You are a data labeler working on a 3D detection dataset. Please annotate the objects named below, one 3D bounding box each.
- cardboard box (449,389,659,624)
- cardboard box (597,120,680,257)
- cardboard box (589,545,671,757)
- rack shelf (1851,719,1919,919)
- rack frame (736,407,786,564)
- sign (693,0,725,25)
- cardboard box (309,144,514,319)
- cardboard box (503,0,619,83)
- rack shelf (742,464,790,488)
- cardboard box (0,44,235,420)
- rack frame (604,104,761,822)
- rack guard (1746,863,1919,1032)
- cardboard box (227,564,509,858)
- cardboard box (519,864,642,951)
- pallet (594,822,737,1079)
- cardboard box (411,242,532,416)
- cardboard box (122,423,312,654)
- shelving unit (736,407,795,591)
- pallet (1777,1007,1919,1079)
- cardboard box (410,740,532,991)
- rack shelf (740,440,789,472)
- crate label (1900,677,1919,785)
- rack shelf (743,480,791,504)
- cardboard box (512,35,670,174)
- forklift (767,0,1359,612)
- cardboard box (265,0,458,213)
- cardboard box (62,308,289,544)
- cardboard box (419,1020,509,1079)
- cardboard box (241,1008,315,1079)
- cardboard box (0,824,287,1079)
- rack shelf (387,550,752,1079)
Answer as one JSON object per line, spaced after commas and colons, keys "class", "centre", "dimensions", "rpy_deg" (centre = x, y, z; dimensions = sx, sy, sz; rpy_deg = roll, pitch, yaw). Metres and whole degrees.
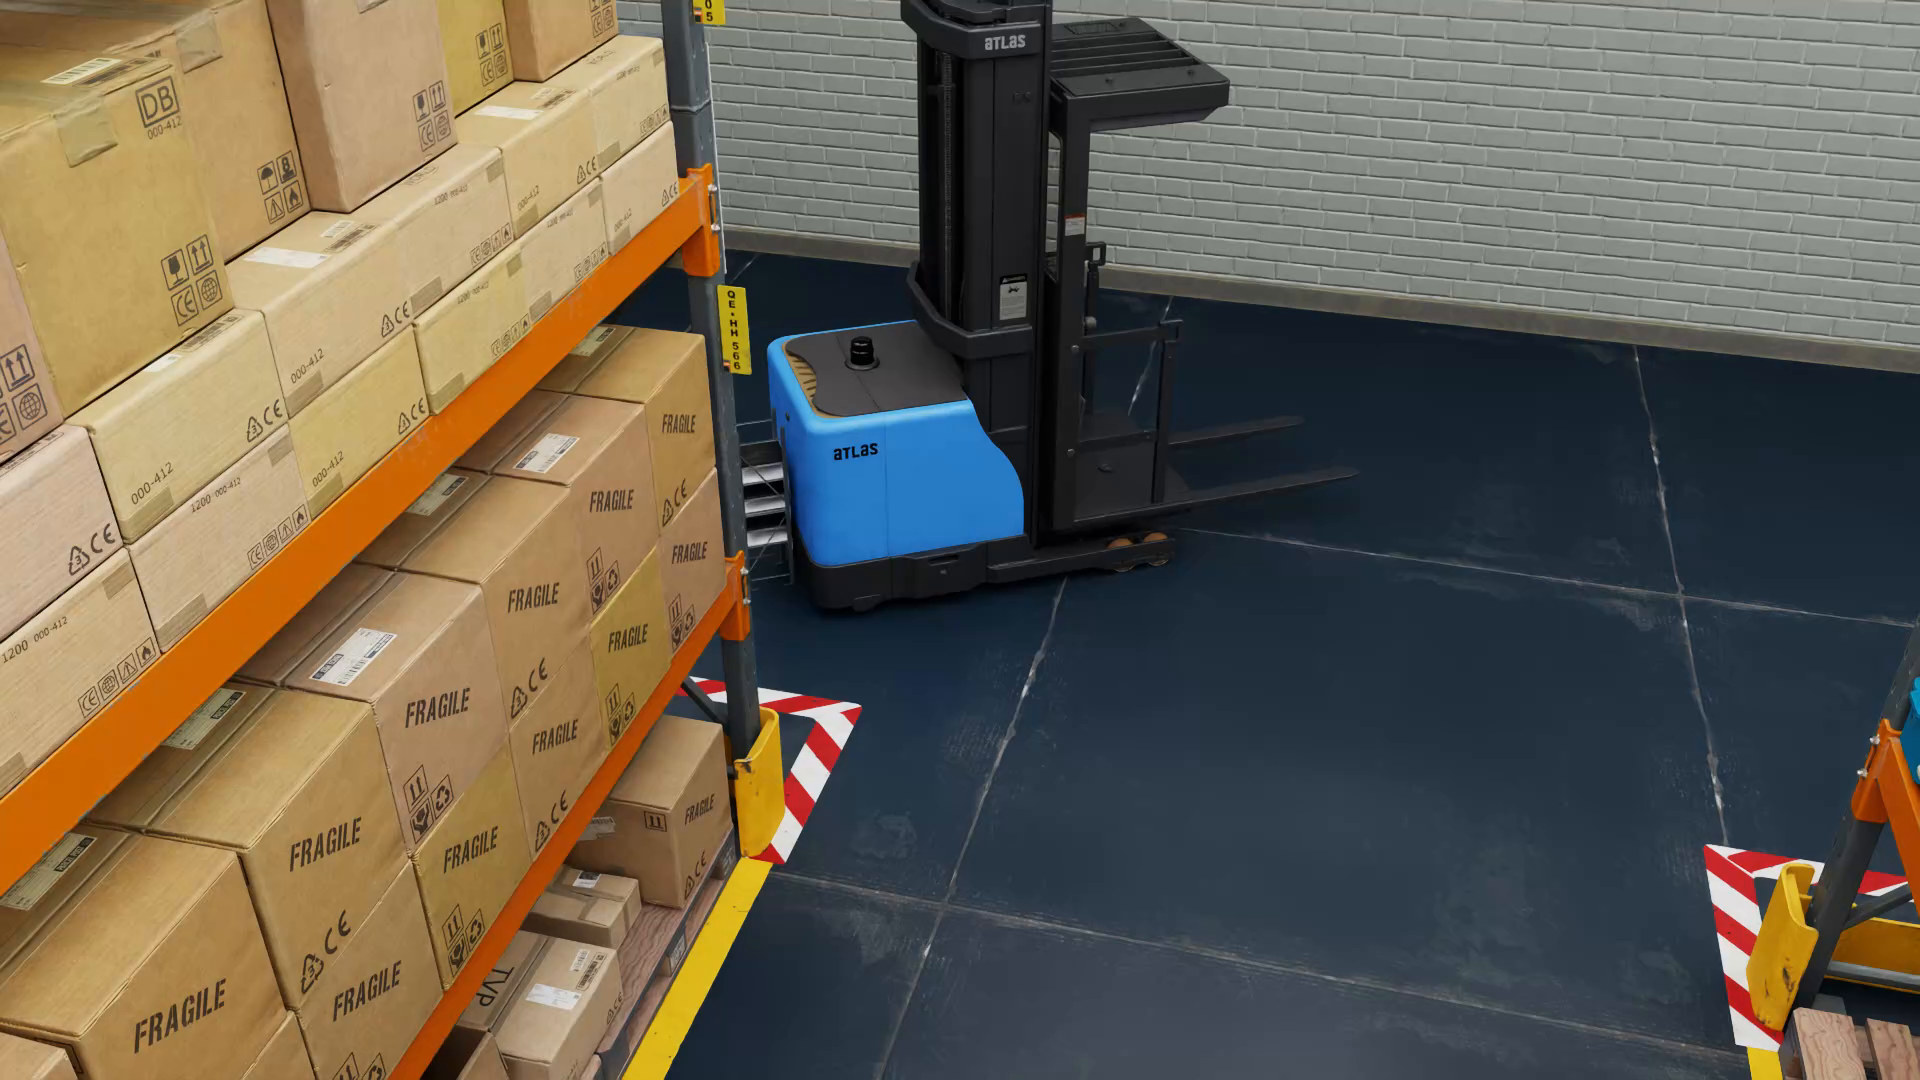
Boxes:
{"class": "cardboard box", "centre": [-1.280, -0.117, 5.112], "dimensions": [0.500, 0.500, 0.500], "rpy_deg": [9, 34, 14]}
{"class": "cardboard box", "centre": [-1.181, -1.083, 5.002], "dimensions": [0.500, 0.250, 0.500], "rpy_deg": [8, 33, 12]}
{"class": "cardboard box", "centre": [-1.285, 0.314, 5.367], "dimensions": [0.500, 0.500, 0.500], "rpy_deg": [8, 33, 13]}
{"class": "rack shelf", "centre": [2.977, 1.835, 3.739], "dimensions": [1.077, 0.370, 4.000], "rpy_deg": [8, 33, 12]}
{"class": "rack frame", "centre": [-1.011, -0.245, 8.296], "dimensions": [0.240, 0.900, 0.006], "rpy_deg": [-9, 34, -15]}
{"class": "sign", "centre": [-0.774, -1.737, 5.065], "dimensions": [0.100, 0.325, 0.005], "rpy_deg": [8, 33, 12]}
{"class": "cardboard box", "centre": [-1.447, -0.777, 4.054], "dimensions": [0.500, 0.250, 0.500], "rpy_deg": [8, 33, 12]}
{"class": "cardboard box", "centre": [-1.421, -1.644, 4.719], "dimensions": [0.700, 0.500, 0.500], "rpy_deg": [8, 33, 12]}
{"class": "rack shelf", "centre": [-0.981, -0.316, 8.135], "dimensions": [0.258, 0.077, 0.200], "rpy_deg": [-9, 34, -15]}
{"class": "cardboard box", "centre": [-1.850, -0.595, 3.069], "dimensions": [0.700, 0.500, 0.500], "rpy_deg": [8, 33, 12]}
{"class": "rack frame", "centre": [-1.306, -0.183, 6.242], "dimensions": [1.000, 3.000, 0.127], "rpy_deg": [8, 33, 12]}
{"class": "rack guard", "centre": [3.478, 1.534, 5.871], "dimensions": [1.175, 0.500, 0.348], "rpy_deg": [8, 33, 12]}
{"class": "cardboard box", "centre": [-1.538, 0.420, 4.269], "dimensions": [0.500, 0.500, 0.500], "rpy_deg": [9, 34, 14]}
{"class": "cardboard box", "centre": [-1.396, 1.341, 6.076], "dimensions": [0.380, 0.166, 0.250], "rpy_deg": [8, 33, 12]}
{"class": "pallet", "centre": [-1.527, 1.447, 6.277], "dimensions": [1.003, 0.211, 1.213], "rpy_deg": [8, 33, 12]}
{"class": "cardboard box", "centre": [-1.433, -0.564, 4.185], "dimensions": [0.500, 0.250, 0.500], "rpy_deg": [8, 33, 12]}
{"class": "cardboard box", "centre": [-1.699, -0.047, 3.371], "dimensions": [0.500, 0.250, 0.500], "rpy_deg": [8, 33, 12]}
{"class": "shelving unit", "centre": [-0.981, -0.192, 8.214], "dimensions": [0.258, 0.900, 0.210], "rpy_deg": [-9, 34, -15]}
{"class": "pallet", "centre": [3.237, 2.093, 5.261], "dimensions": [1.003, 0.211, 1.213], "rpy_deg": [8, 33, 12]}
{"class": "cardboard box", "centre": [-1.545, 0.834, 4.550], "dimensions": [0.500, 0.500, 0.500], "rpy_deg": [8, 33, 12]}
{"class": "rack shelf", "centre": [-0.981, -0.392, 8.087], "dimensions": [0.258, 0.077, 0.200], "rpy_deg": [-9, 34, -15]}
{"class": "crate label", "centre": [3.103, 0.622, 5.076], "dimensions": [0.416, 0.233, 0.303], "rpy_deg": [8, 33, 12]}
{"class": "rack shelf", "centre": [-0.981, -0.240, 8.184], "dimensions": [0.258, 0.077, 0.200], "rpy_deg": [-9, 34, -15]}
{"class": "cardboard box", "centre": [-1.190, -1.295, 4.869], "dimensions": [0.500, 0.250, 0.500], "rpy_deg": [8, 33, 12]}
{"class": "forklift", "centre": [0.594, -1.336, 8.120], "dimensions": [3.031, 2.935, 1.130], "rpy_deg": [-9, 34, -15]}
{"class": "cardboard box", "centre": [-1.653, -1.122, 3.898], "dimensions": [0.700, 0.500, 0.500], "rpy_deg": [8, 33, 12]}
{"class": "cardboard box", "centre": [-1.694, -0.257, 3.236], "dimensions": [0.500, 0.250, 0.500], "rpy_deg": [8, 33, 12]}
{"class": "cardboard box", "centre": [-1.849, 1.785, 5.063], "dimensions": [0.797, 0.503, 0.637], "rpy_deg": [8, 33, 12]}
{"class": "cardboard box", "centre": [-1.801, 1.357, 3.726], "dimensions": [0.500, 0.500, 0.500], "rpy_deg": [9, 33, 13]}
{"class": "cardboard box", "centre": [-1.799, 0.955, 3.427], "dimensions": [0.500, 0.500, 0.500], "rpy_deg": [7, 33, 11]}
{"class": "rack shelf", "centre": [-1.814, 1.158, 4.802], "dimensions": [1.077, 0.370, 4.000], "rpy_deg": [8, 33, 12]}
